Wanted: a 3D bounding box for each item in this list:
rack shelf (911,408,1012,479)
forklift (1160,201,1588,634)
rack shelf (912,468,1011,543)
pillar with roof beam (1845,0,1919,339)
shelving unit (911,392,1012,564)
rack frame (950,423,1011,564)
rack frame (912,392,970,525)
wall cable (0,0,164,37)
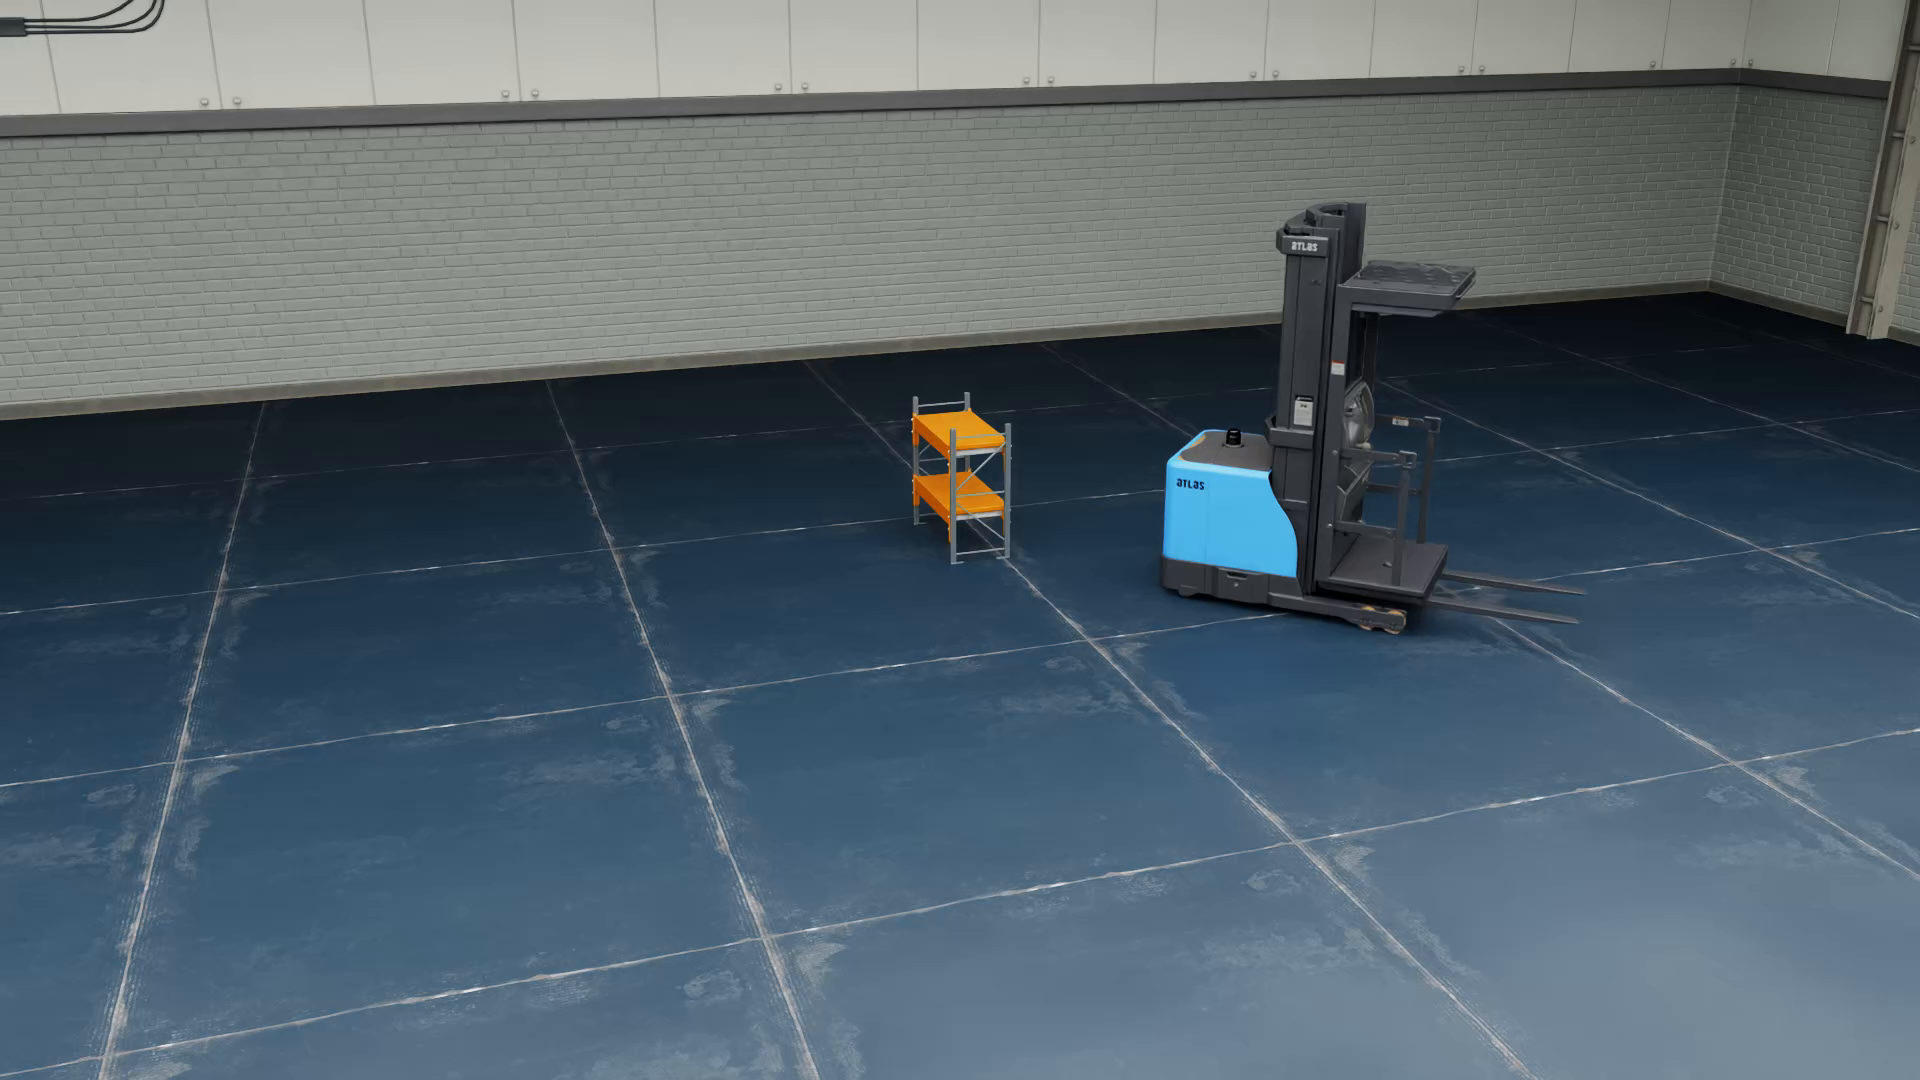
[{"bbox_3d":[0.002,-0.803,13.621,0.538,0.278,1.000,-6,21,-17],"label":"rack shelf"},{"bbox_3d":[3.093,-0.905,12.099,3.031,2.935,1.130,9,22,23],"label":"forklift"},{"bbox_3d":[0.002,-0.297,13.803,0.538,0.278,1.000,-6,21,-17],"label":"rack shelf"},{"bbox_3d":[7.461,-6.386,18.384,9.100,9.000,0.400,-6,21,-17],"label":"pillar with roof beam"},{"bbox_3d":[0.002,-0.527,13.720,0.538,1.125,1.048,-6,21,-17],"label":"shelving unit"},{"bbox_3d":[0.162,-0.364,13.266,0.500,1.125,0.032,-6,21,-17],"label":"rack frame"},{"bbox_3d":[-0.158,-0.690,14.174,0.500,1.125,0.032,-6,21,-17],"label":"rack frame"},{"bbox_3d":[-9.009,-7.187,15.582,2.305,6.003,0.169,-6,21,-17],"label":"wall cable"}]
